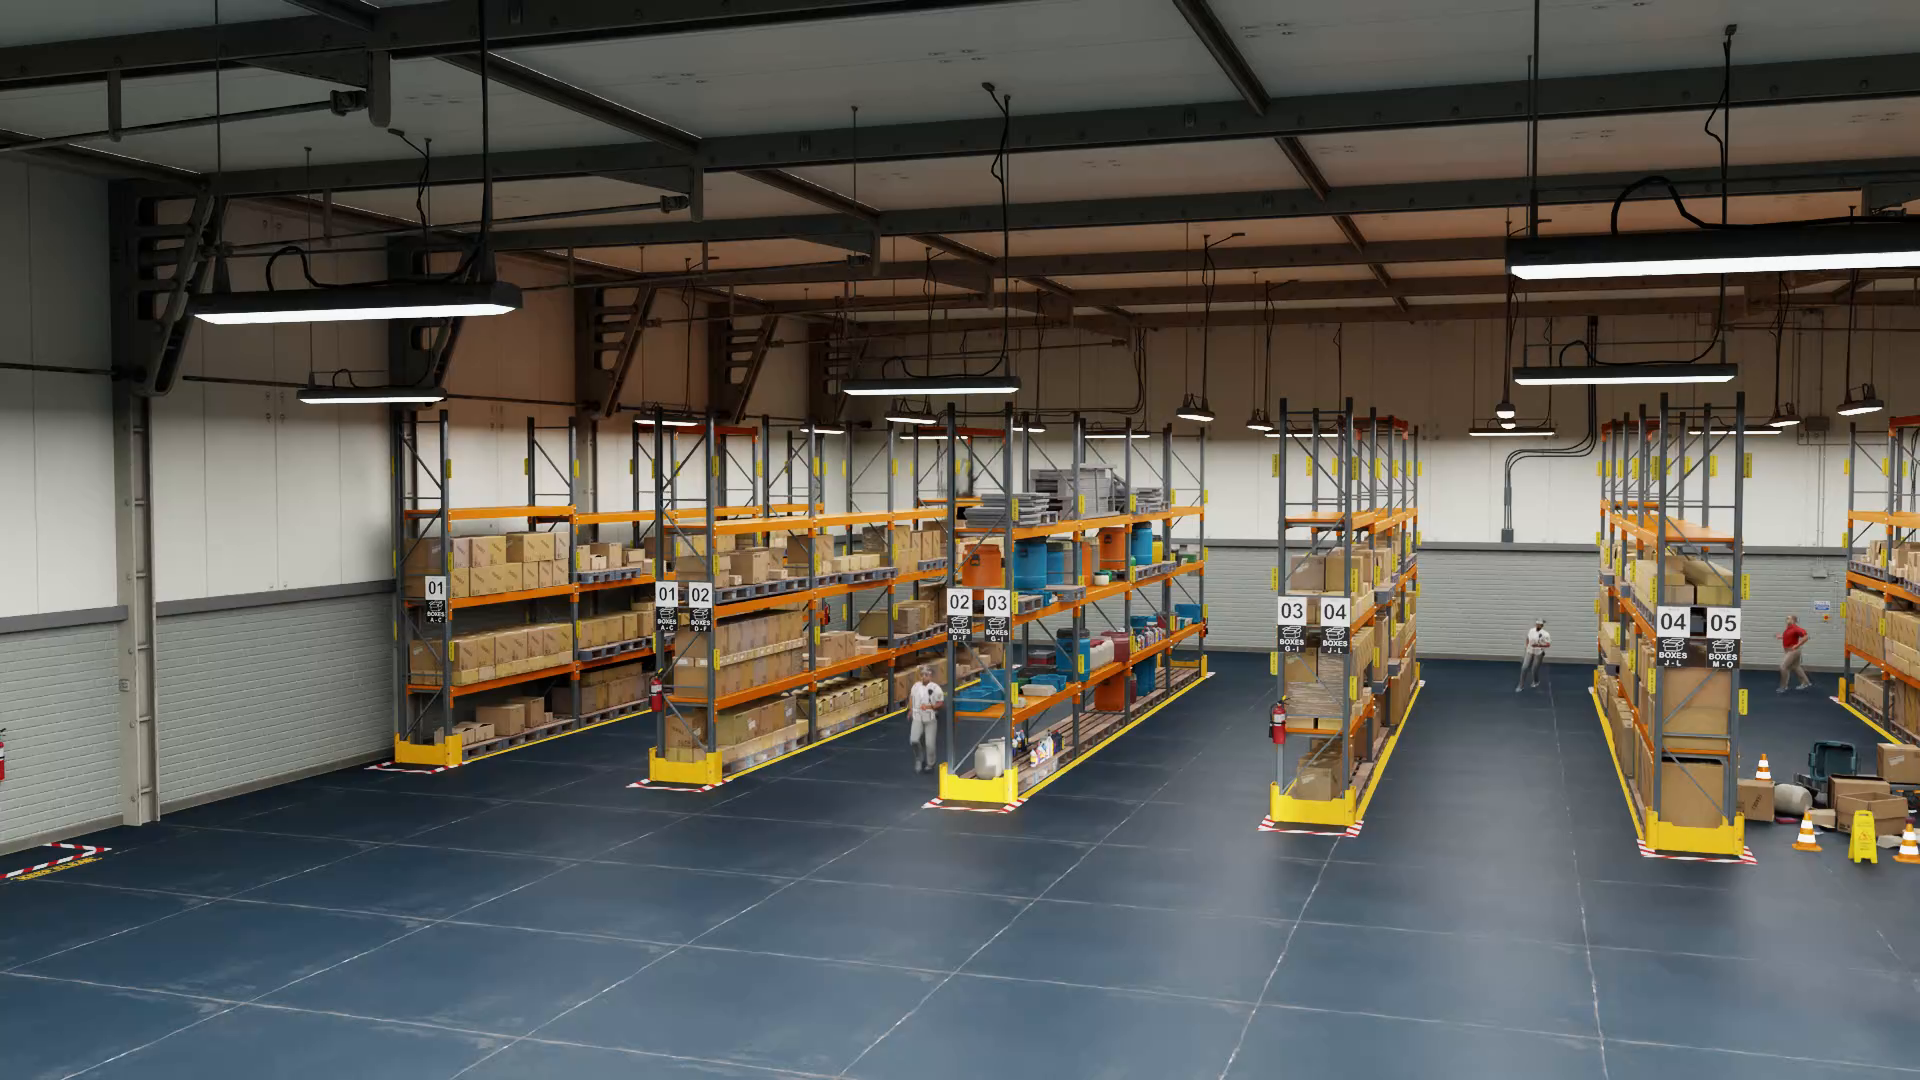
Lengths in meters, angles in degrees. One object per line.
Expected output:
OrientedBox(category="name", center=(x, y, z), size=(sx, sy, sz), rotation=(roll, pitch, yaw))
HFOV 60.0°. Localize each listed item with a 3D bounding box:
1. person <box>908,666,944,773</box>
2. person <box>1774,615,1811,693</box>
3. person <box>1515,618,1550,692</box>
OrientedBox(category="person", center=(-0.590, 2.951, 27.294), size=(0.646, 1.774, 0.677), rotation=(1, 3, 15))
OrientedBox(category="person", center=(18.625, 2.559, 37.142), size=(0.796, 1.792, 0.658), rotation=(1, 3, 16))
OrientedBox(category="person", center=(12.950, 2.586, 37.385), size=(0.664, 1.695, 0.830), rotation=(2, 3, 40))
